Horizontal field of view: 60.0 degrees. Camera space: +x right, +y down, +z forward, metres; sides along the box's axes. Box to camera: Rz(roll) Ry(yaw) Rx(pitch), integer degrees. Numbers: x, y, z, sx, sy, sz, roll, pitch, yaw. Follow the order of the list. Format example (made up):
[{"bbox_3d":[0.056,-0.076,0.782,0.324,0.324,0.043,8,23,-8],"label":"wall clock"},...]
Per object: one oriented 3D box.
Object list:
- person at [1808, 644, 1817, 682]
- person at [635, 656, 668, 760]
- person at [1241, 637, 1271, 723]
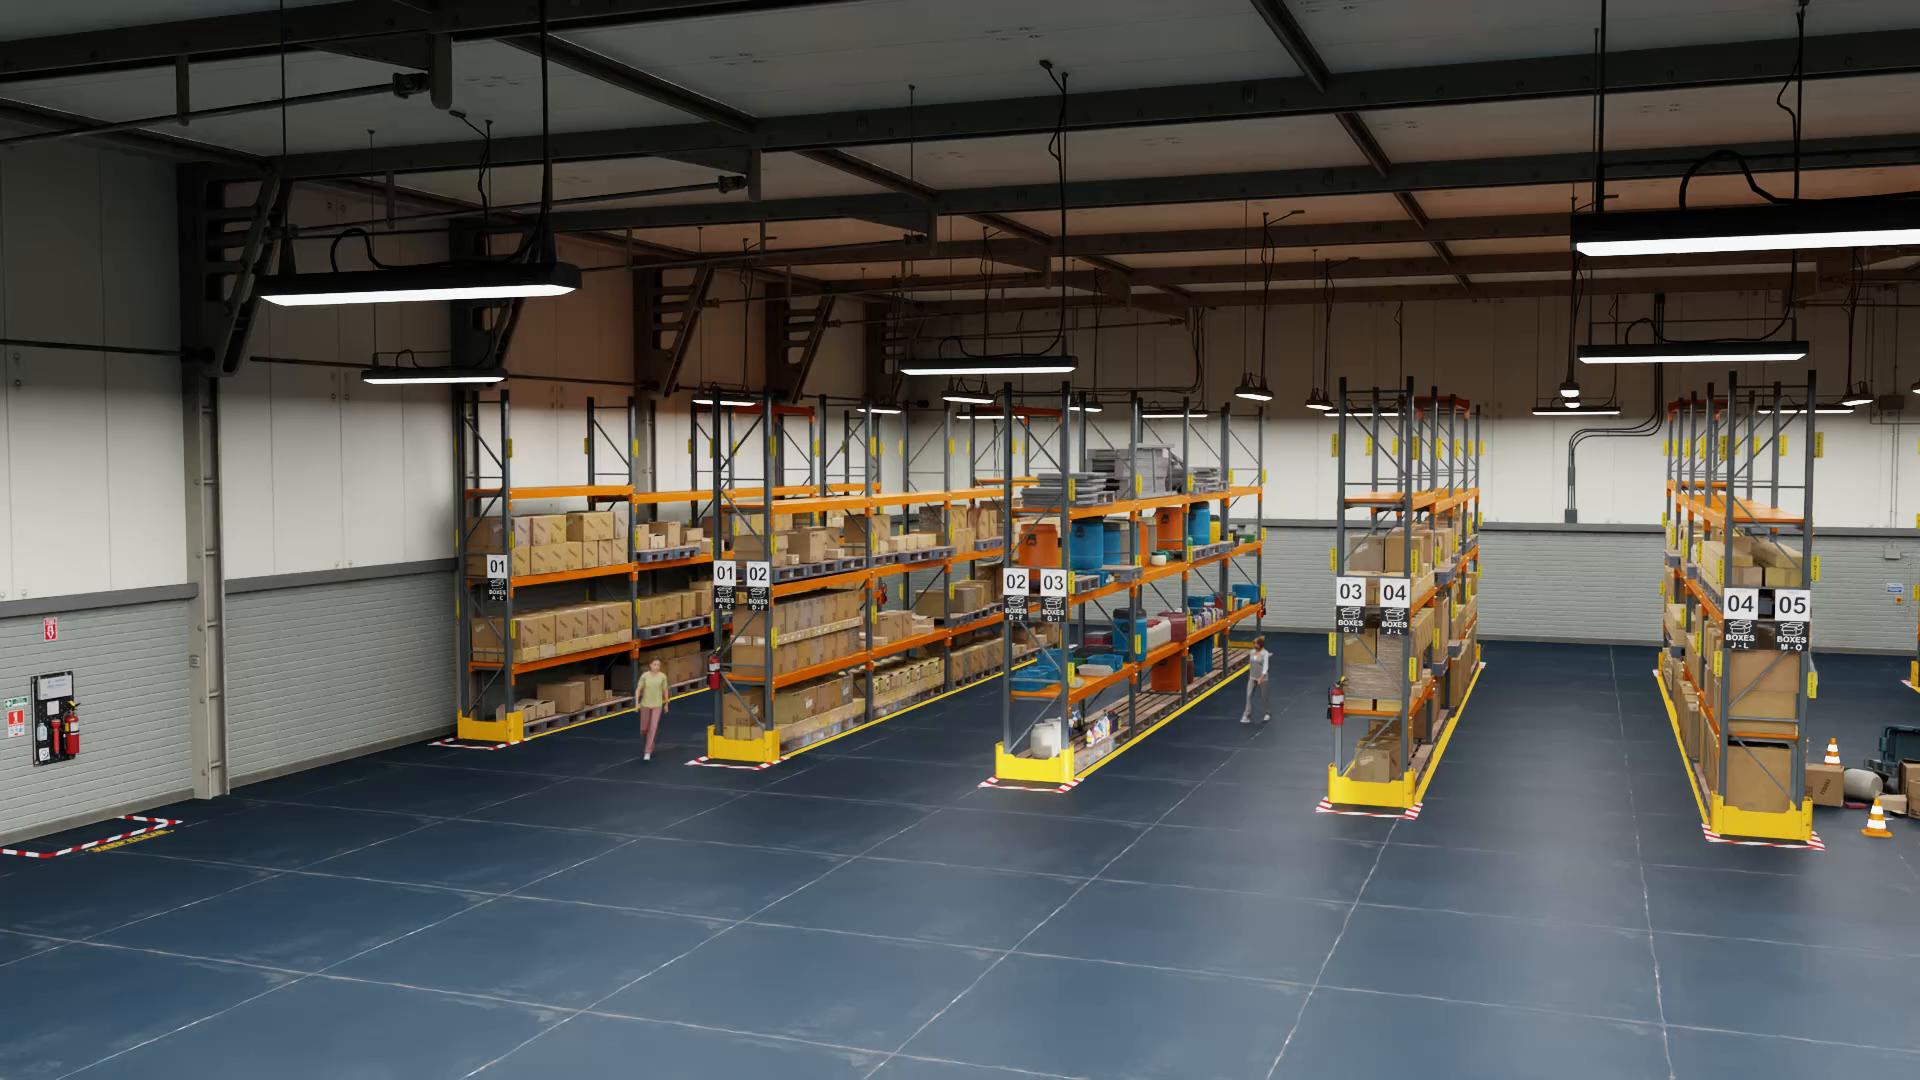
[{"bbox_3d":[17.886,2.209,35.431,0.427,1.610,0.984,-1,3,-12],"label":"person"},{"bbox_3d":[-4.984,2.698,26.884,0.518,1.627,0.864,0,3,-8],"label":"person"},{"bbox_3d":[5.393,2.548,30.203,0.428,1.539,0.898,2,4,37],"label":"person"}]
